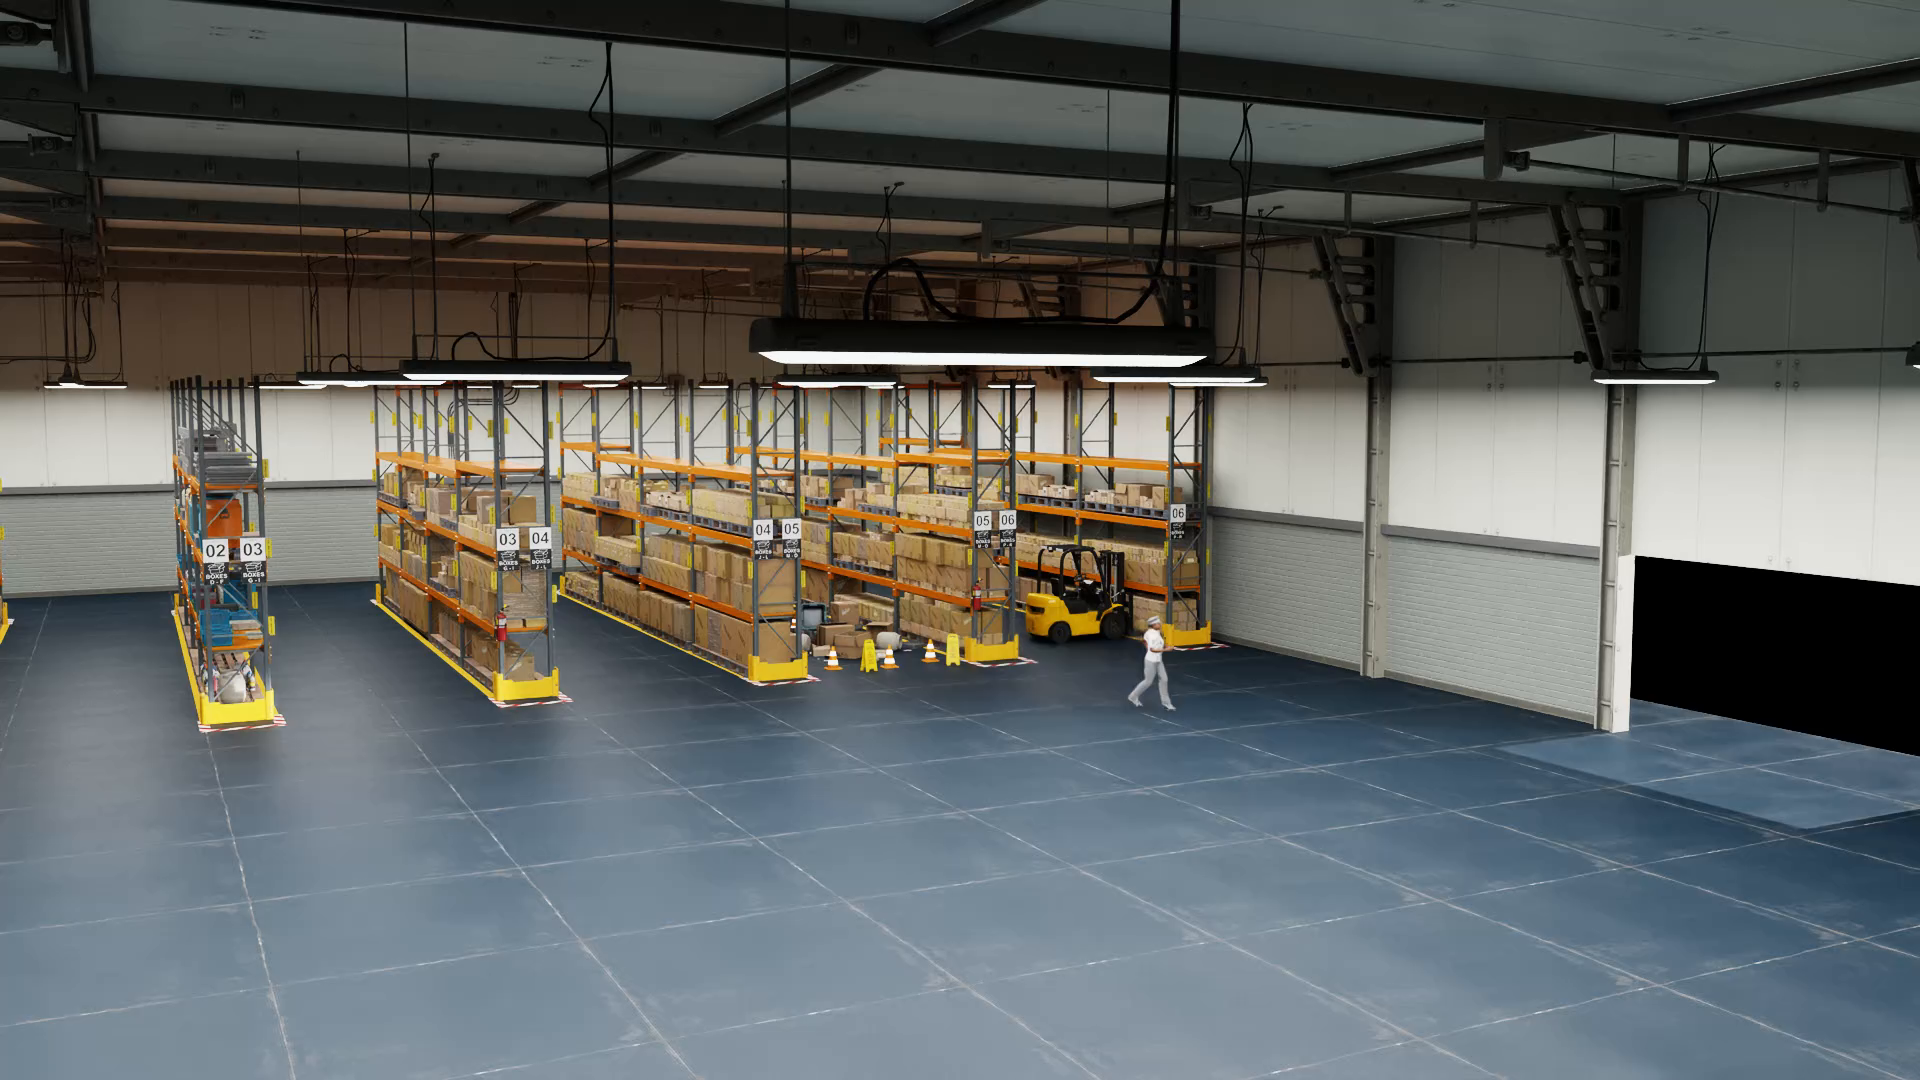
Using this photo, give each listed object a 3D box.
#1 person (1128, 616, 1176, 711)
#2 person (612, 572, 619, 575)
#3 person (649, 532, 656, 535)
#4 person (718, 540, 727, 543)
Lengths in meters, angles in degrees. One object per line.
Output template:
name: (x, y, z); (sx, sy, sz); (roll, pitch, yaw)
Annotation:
person: (3.463, 2.214, 29.942); (0.862, 1.739, 0.570); (2, 5, 16)
person: (-10.161, 0.518, 49.045); (0.713, 1.690, 0.764); (4, 6, 37)
person: (-8.658, 0.652, 46.936); (0.685, 1.778, 0.971); (-3, 6, -29)
person: (-7.165, 0.319, 50.813); (0.528, 1.735, 0.647); (-1, 5, -10)
